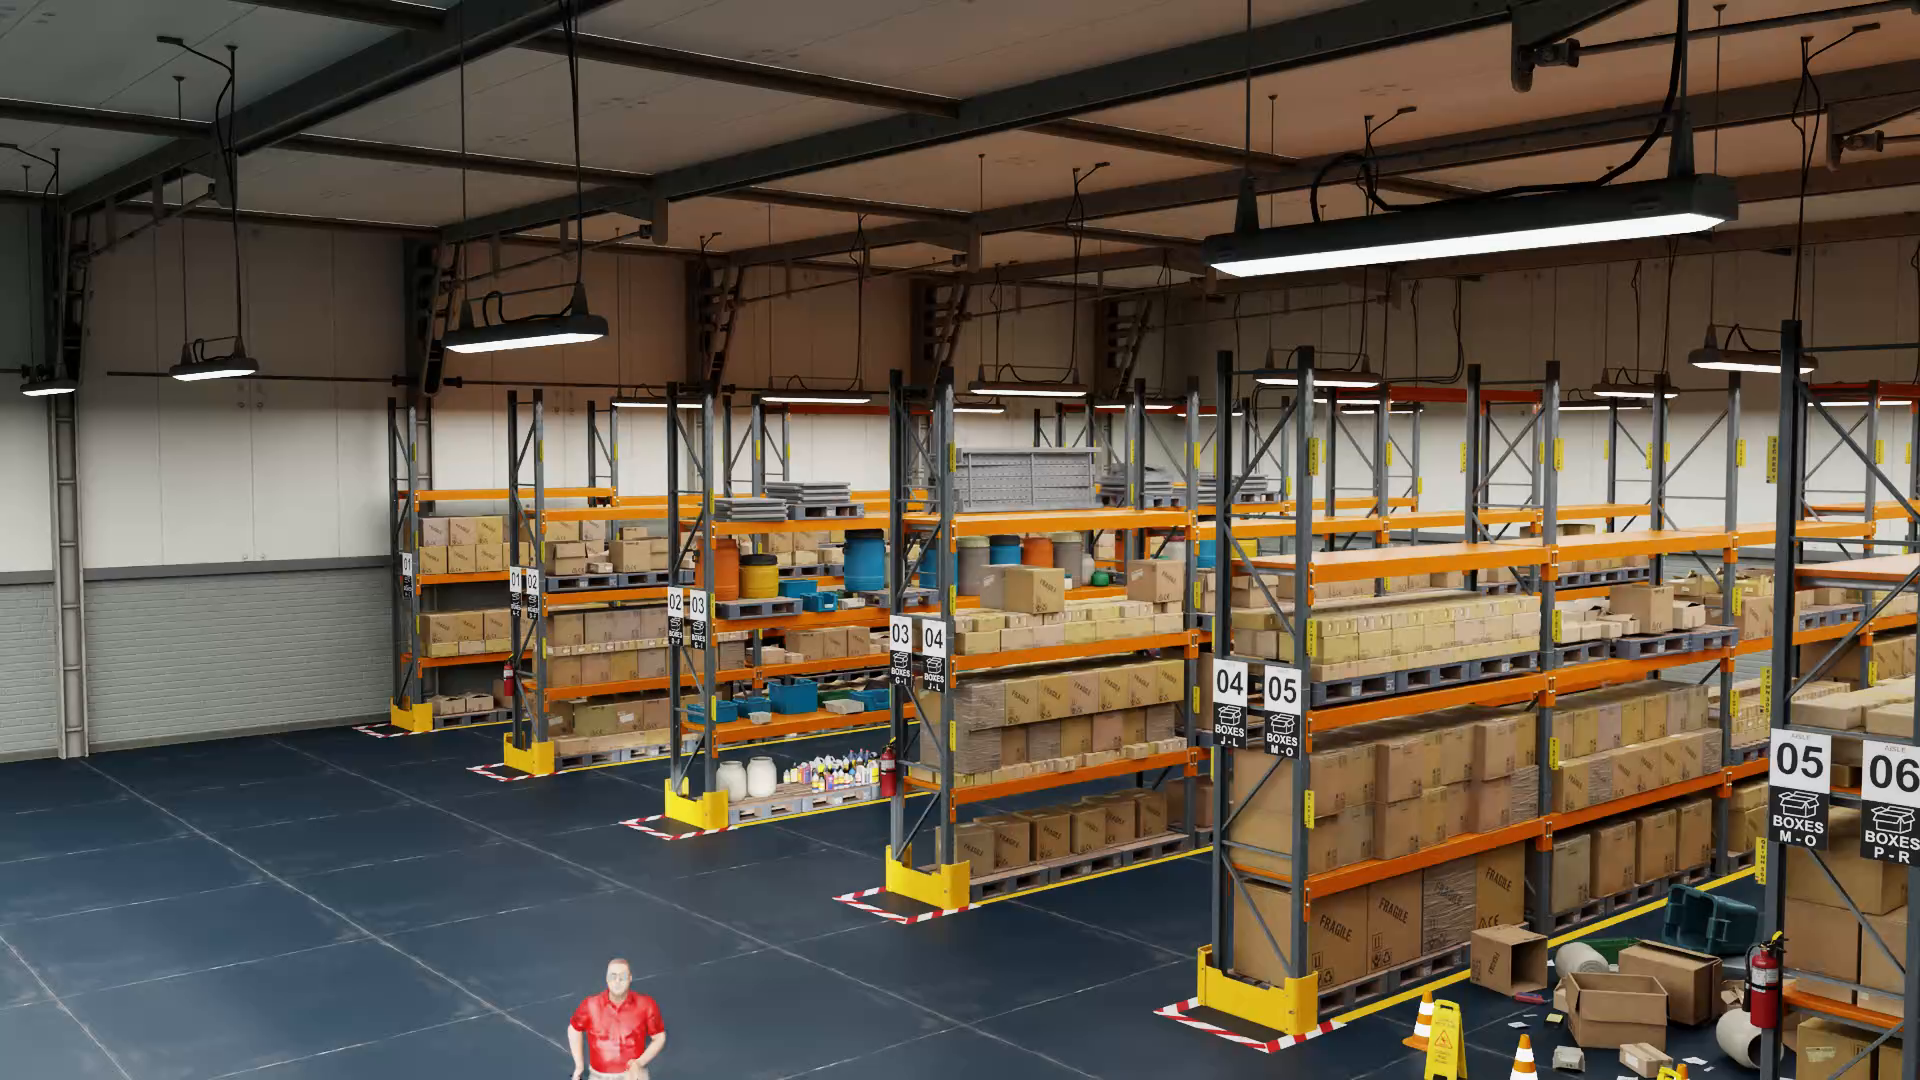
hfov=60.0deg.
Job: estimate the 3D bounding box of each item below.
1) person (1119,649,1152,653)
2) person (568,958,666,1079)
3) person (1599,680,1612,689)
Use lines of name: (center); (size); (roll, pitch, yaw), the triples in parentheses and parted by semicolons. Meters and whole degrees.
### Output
person: (3.272, 2.418, 31.884); (0.699, 1.773, 0.967); (3, 4, 38)
person: (-2.306, 3.672, 11.190); (0.657, 1.680, 0.590); (-1, 3, -11)
person: (9.718, 2.907, 25.016); (0.752, 1.606, 0.539); (-3, 4, -42)
